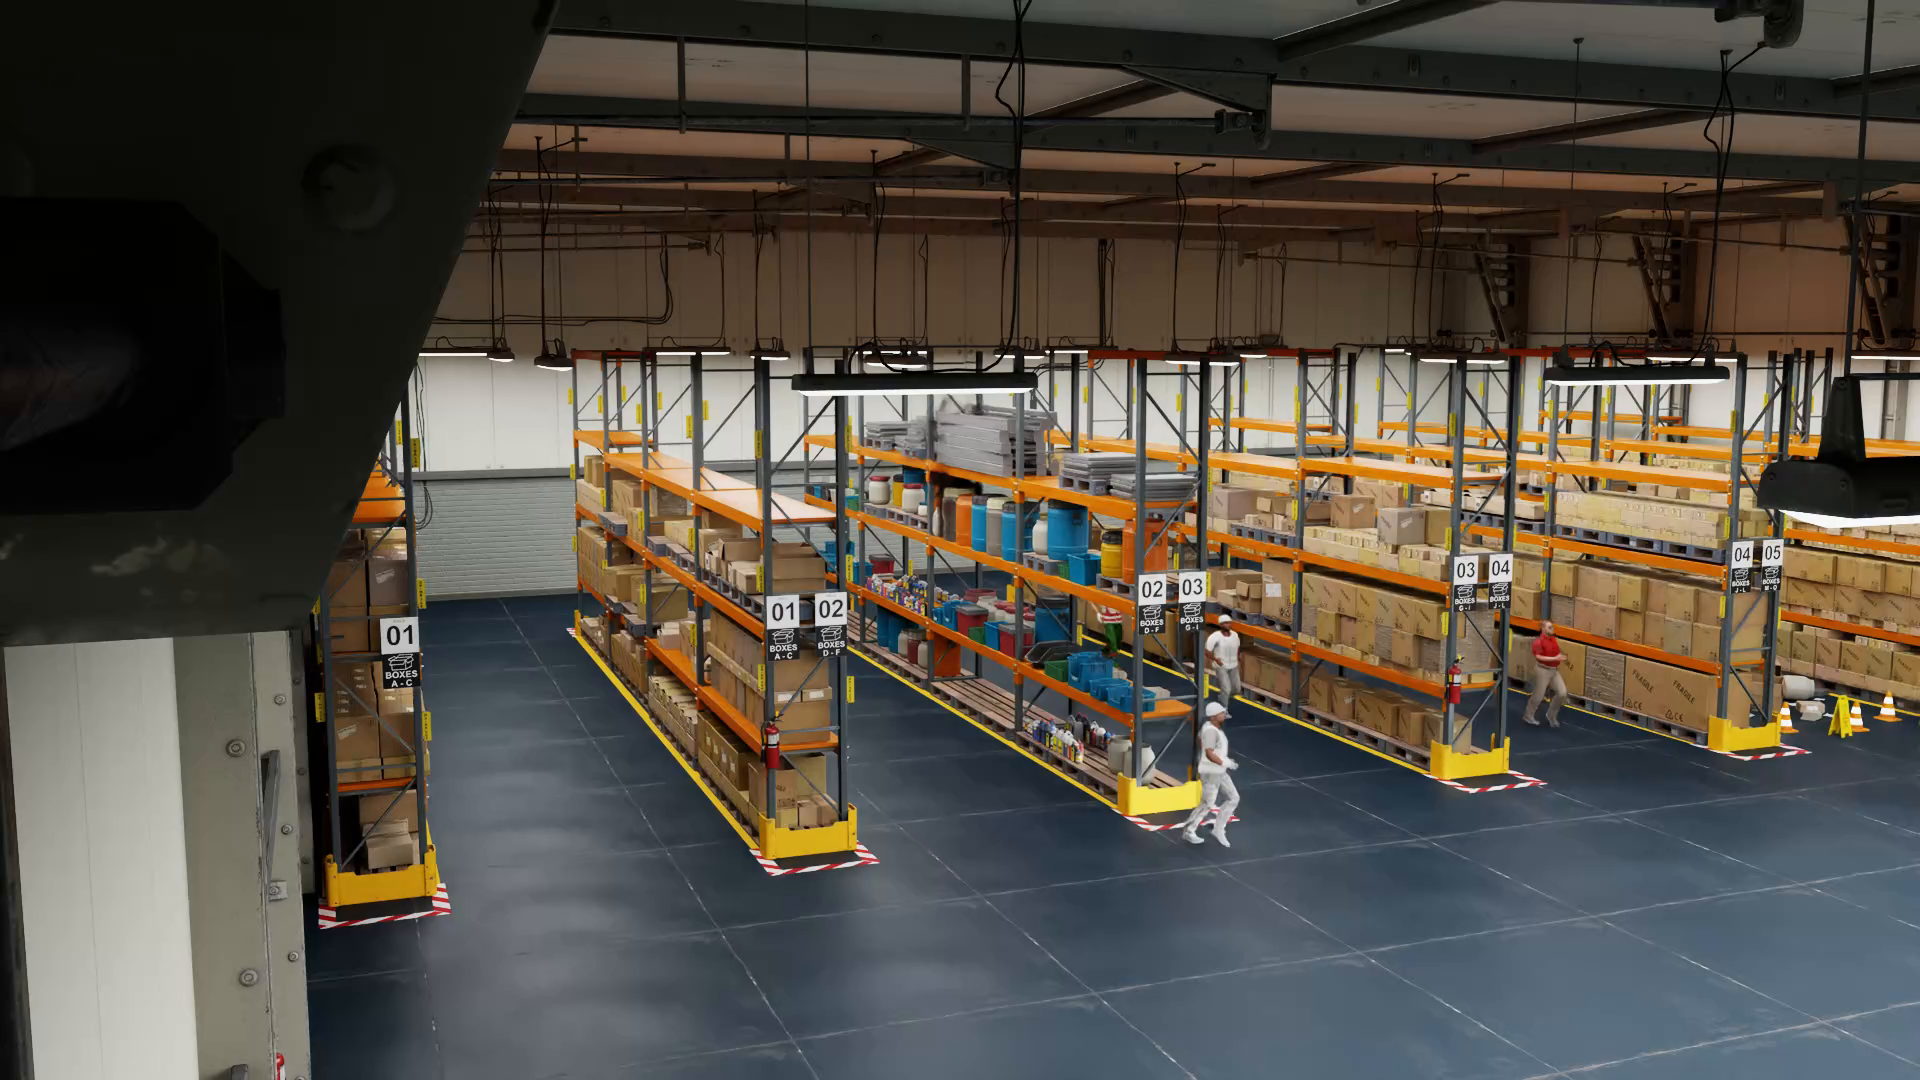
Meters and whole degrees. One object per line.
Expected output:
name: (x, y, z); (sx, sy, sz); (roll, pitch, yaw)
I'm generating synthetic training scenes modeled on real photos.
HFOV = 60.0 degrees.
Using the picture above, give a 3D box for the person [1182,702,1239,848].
person: (3.139, 2.904, 20.653); (0.674, 1.793, 0.732); (2, 7, 19)

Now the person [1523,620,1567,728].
person: (9.436, 2.186, 26.705); (0.656, 1.791, 0.735); (-4, 8, -32)

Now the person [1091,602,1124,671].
person: (2.849, 1.561, 31.244); (0.667, 1.768, 0.963); (-3, 8, -26)

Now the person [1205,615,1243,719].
person: (4.366, 2.079, 27.386); (0.696, 1.718, 0.605); (-3, 8, -23)
